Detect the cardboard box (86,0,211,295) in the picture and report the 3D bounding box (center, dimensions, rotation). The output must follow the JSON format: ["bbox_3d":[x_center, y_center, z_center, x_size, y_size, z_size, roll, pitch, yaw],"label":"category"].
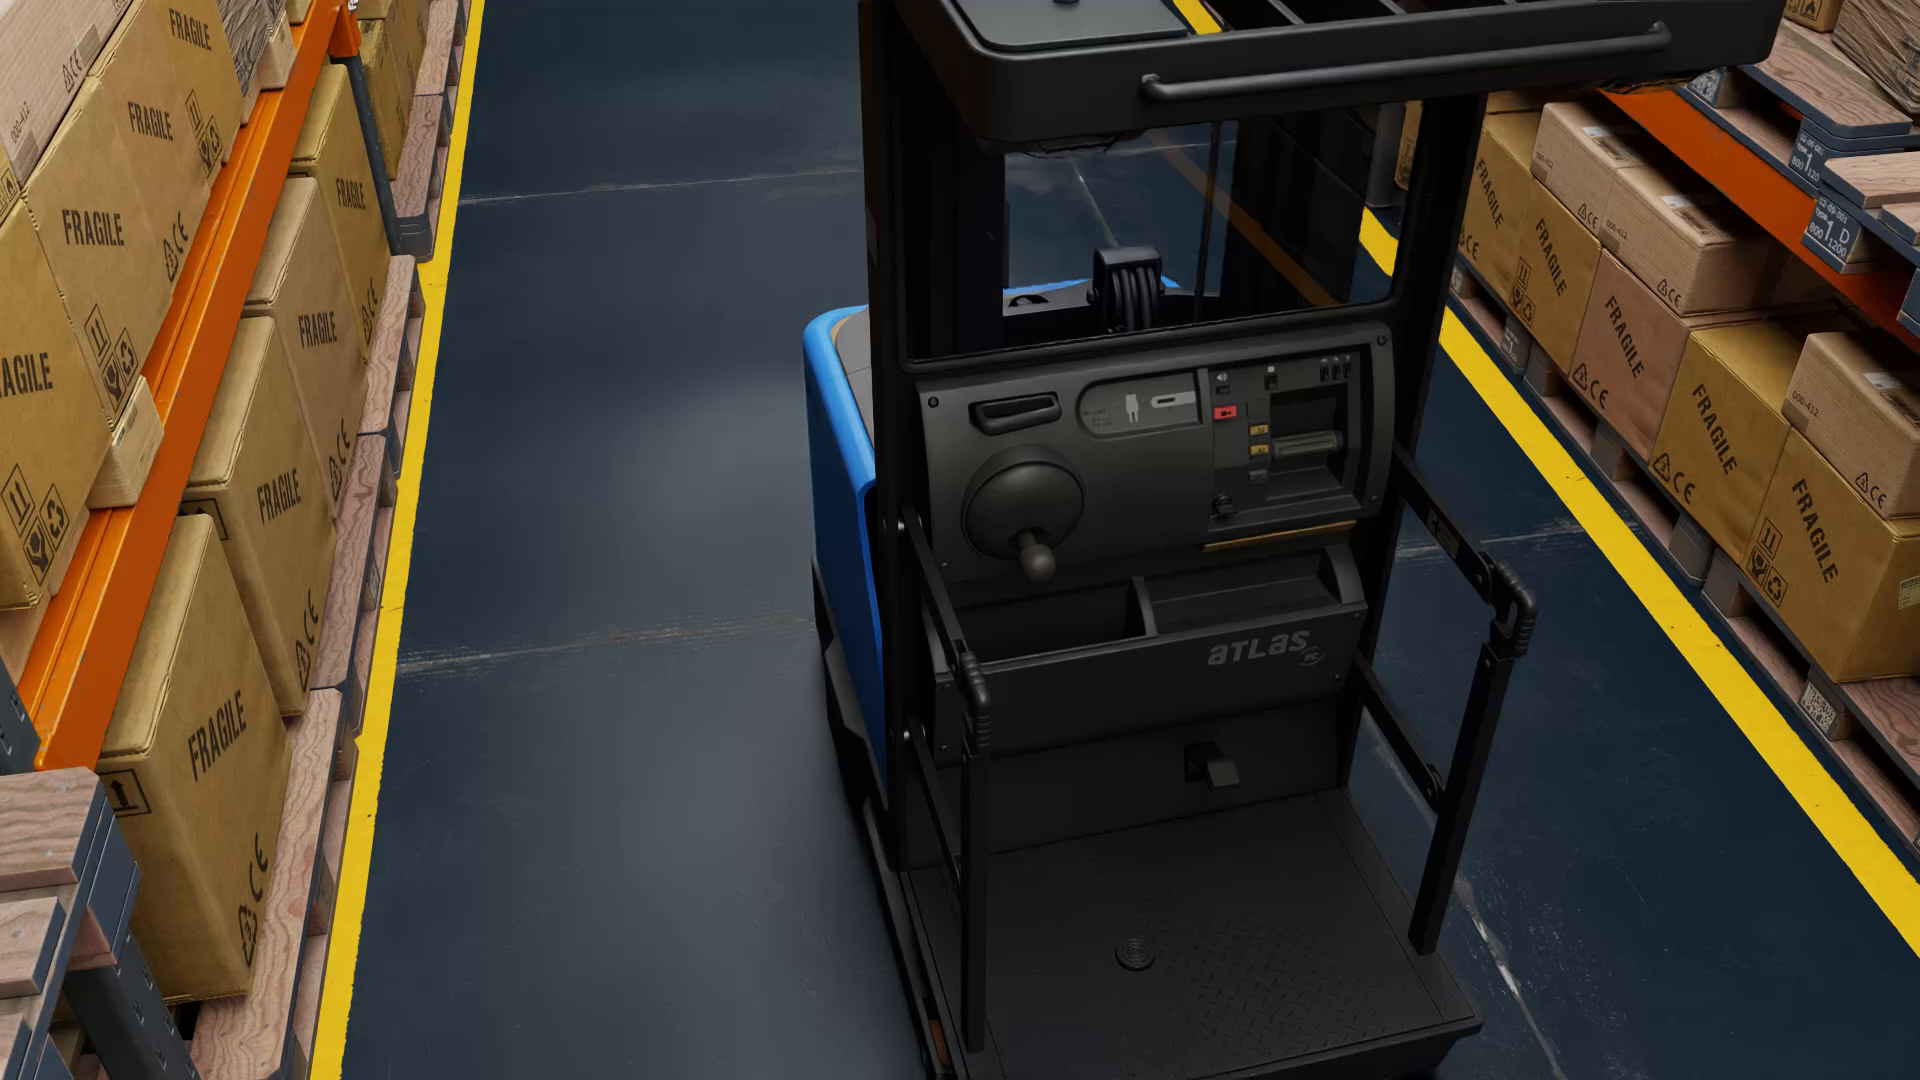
[{"bbox_3d":[-1.960,-0.828,3.531,0.500,0.500,0.500,-6,38,-8],"label":"cardboard box"}]

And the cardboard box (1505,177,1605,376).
[{"bbox_3d":[2.246,-0.921,5.670,0.500,0.500,0.500,-6,38,-7],"label":"cardboard box"}]

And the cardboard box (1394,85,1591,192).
[{"bbox_3d":[2.061,-1.545,6.472,0.500,0.500,0.500,-8,39,-10],"label":"cardboard box"}]

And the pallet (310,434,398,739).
[{"bbox_3d":[-2.233,0.156,4.877,1.003,0.211,1.213,-6,38,-8],"label":"pallet"}]

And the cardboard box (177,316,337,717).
[{"bbox_3d":[-2.106,-0.030,4.254,0.750,0.750,0.750,-6,38,-8],"label":"cardboard box"}]

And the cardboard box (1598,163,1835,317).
[{"bbox_3d":[2.325,-0.934,5.075,0.500,0.250,0.500,-7,38,-9],"label":"cardboard box"}]

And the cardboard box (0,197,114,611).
[{"bbox_3d":[-1.792,-0.211,2.737,0.500,0.500,0.500,-5,38,-7],"label":"cardboard box"}]

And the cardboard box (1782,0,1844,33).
[{"bbox_3d":[2.587,-1.821,4.726,0.700,0.500,0.500,-16,41,-19],"label":"cardboard box"}]

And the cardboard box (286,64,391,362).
[{"bbox_3d":[-2.418,-1.080,5.605,0.750,0.750,0.750,-6,38,-7],"label":"cardboard box"}]

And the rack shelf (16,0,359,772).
[{"bbox_3d":[-2.309,-0.649,4.227,1.077,0.370,4.000,-6,38,-8],"label":"rack shelf"}]

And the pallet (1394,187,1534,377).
[{"bbox_3d":[2.396,-1.088,6.479,1.003,0.211,1.213,-6,38,-8],"label":"pallet"}]

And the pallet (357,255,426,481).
[{"bbox_3d":[-2.450,-0.582,5.828,1.003,0.211,1.213,-6,38,-8],"label":"pallet"}]

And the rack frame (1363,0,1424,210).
[{"bbox_3d":[2.216,-2.677,6.250,1.000,3.000,0.127,-6,38,-8],"label":"rack frame"}]

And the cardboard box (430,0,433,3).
[{"bbox_3d":[-3.052,-3.022,8.390,0.700,0.500,0.500,-6,38,-8],"label":"cardboard box"}]

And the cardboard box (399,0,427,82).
[{"bbox_3d":[-2.863,-2.397,7.586,0.700,0.500,0.500,-5,38,-7],"label":"cardboard box"}]

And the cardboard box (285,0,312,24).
[{"bbox_3d":[-2.254,-1.727,5.216,0.380,0.149,0.250,-6,38,-7],"label":"cardboard box"}]

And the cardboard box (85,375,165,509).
[{"bbox_3d":[-1.787,-0.181,3.226,0.380,0.149,0.250,-5,38,-7],"label":"cardboard box"}]

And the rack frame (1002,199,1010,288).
[{"bbox_3d":[0.014,-0.426,4.821,0.240,1.200,0.015,-6,38,-8],"label":"rack frame"}]

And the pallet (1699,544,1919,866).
[{"bbox_3d":[2.824,0.386,4.582,1.003,0.211,1.213,-6,38,-8],"label":"pallet"}]

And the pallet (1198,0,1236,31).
[{"bbox_3d":[1.880,-2.729,8.590,1.003,0.211,1.213,-6,38,-8],"label":"pallet"}]

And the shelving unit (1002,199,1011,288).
[{"bbox_3d":[-0.029,-0.574,5.011,0.258,1.200,0.503,-6,38,-8],"label":"shelving unit"}]

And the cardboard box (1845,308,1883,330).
[{"bbox_3d":[2.939,-0.372,4.963,0.500,0.500,0.500,-7,38,-9],"label":"cardboard box"}]

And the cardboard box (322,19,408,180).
[{"bbox_3d":[-2.690,-1.783,6.795,0.700,0.500,0.500,-6,38,-7],"label":"cardboard box"}]

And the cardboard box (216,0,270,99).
[{"bbox_3d":[-2.152,-1.443,4.322,0.500,0.500,0.500,-6,38,-8],"label":"cardboard box"}]

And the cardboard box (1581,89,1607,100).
[{"bbox_3d":[2.585,-1.596,6.538,0.500,0.500,0.500,-6,38,-8],"label":"cardboard box"}]

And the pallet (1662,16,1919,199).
[{"bbox_3d":[2.572,-1.359,4.711,1.003,0.211,1.213,-6,38,-8],"label":"pallet"}]

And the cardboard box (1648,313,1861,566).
[{"bbox_3d":[2.432,-0.299,4.869,0.500,0.500,0.500,-8,38,-10],"label":"cardboard box"}]

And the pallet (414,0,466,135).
[{"bbox_3d":[-2.933,-2.246,7.970,1.003,0.211,1.213,-6,38,-8],"label":"pallet"}]

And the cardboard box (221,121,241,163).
[{"bbox_3d":[-2.142,-1.104,4.415,0.380,0.149,0.250,-7,38,-9],"label":"cardboard box"}]

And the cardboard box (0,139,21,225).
[{"bbox_3d":[-1.789,-0.506,2.505,0.500,0.250,0.500,-5,38,-7],"label":"cardboard box"}]

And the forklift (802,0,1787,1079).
[{"bbox_3d":[0.439,-0.092,2.979,1.130,2.935,3.031,-9,39,-11],"label":"forklift"}]

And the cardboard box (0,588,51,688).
[{"bbox_3d":[-1.788,0.142,2.811,0.380,0.149,0.250,-7,38,-9],"label":"cardboard box"}]

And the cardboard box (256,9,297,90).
[{"bbox_3d":[-2.149,-1.412,4.811,0.380,0.149,0.250,-6,38,-8],"label":"cardboard box"}]
